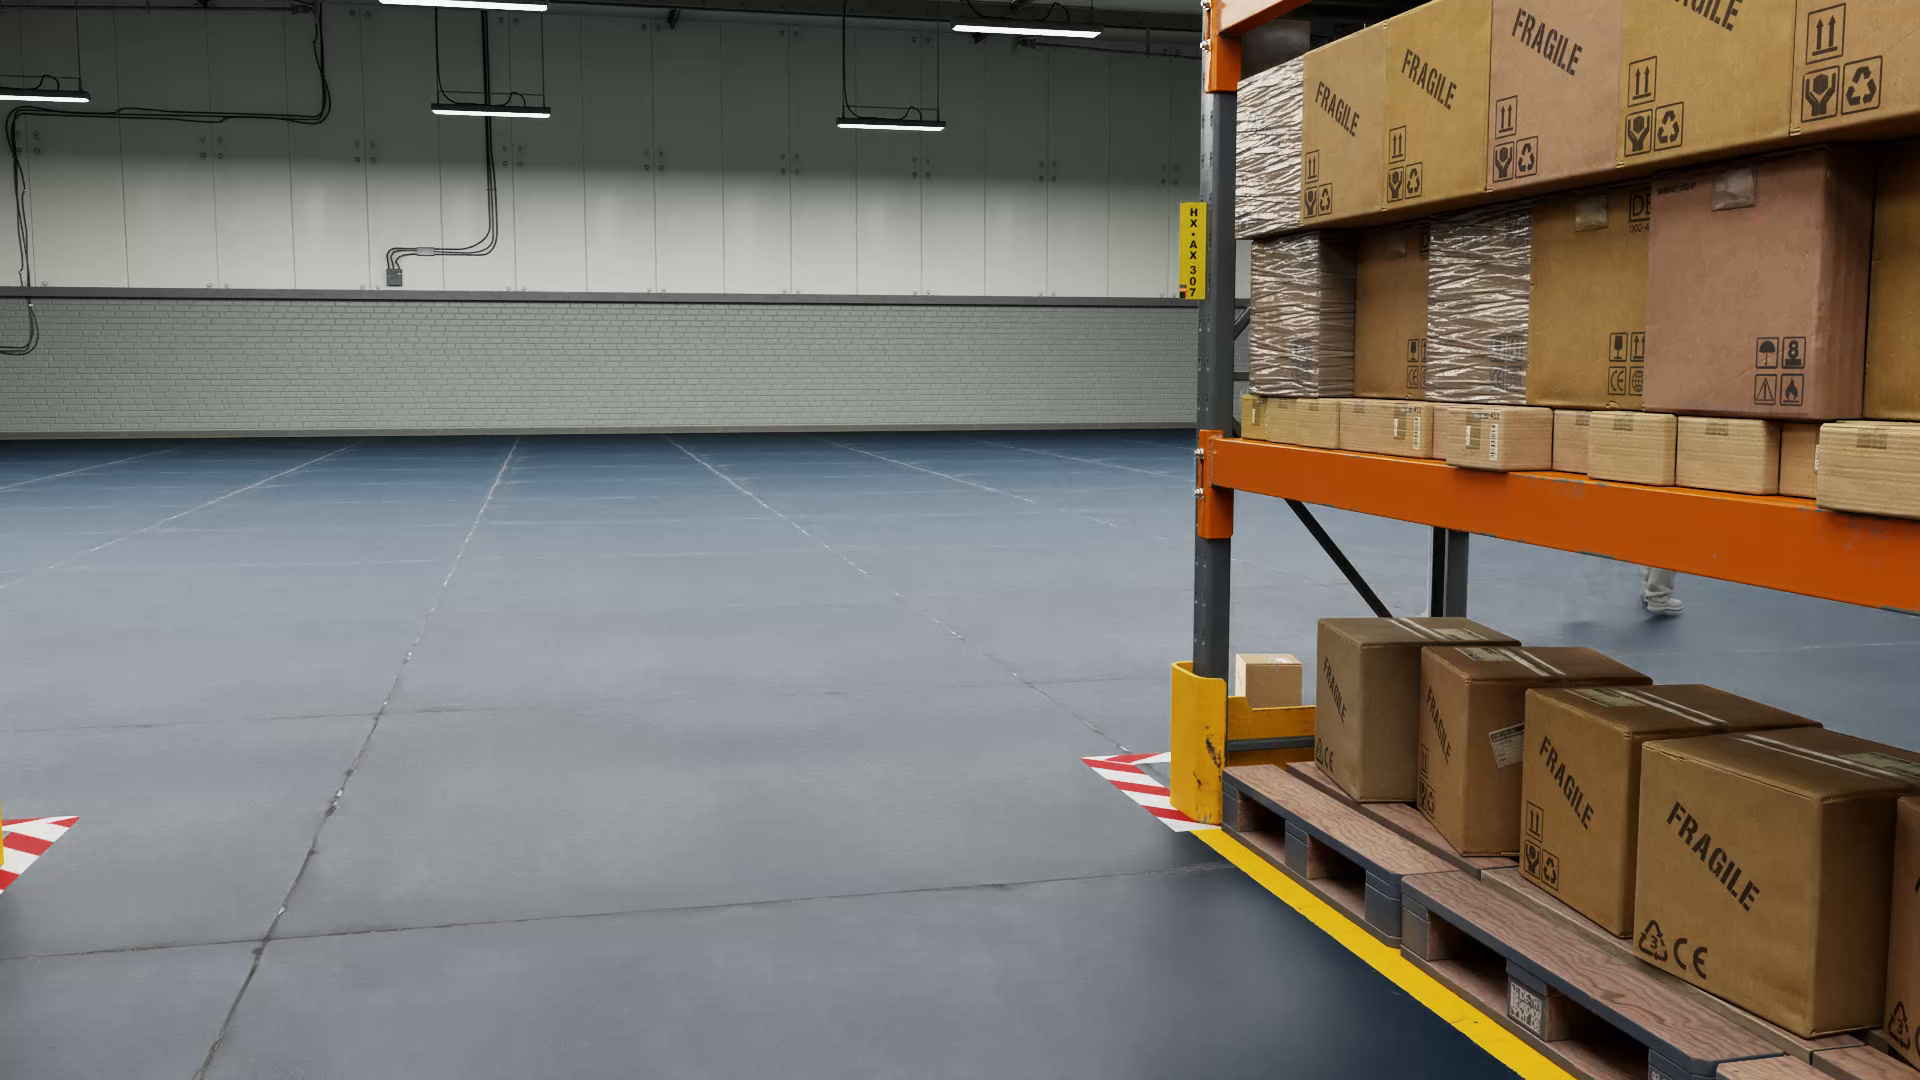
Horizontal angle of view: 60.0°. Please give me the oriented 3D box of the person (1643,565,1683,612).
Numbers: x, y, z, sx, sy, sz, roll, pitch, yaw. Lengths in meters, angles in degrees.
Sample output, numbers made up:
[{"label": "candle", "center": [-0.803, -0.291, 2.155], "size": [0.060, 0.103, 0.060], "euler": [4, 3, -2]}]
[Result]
[{"label": "person", "center": [4.457, -0.413, 10.351], "size": [0.628, 1.827, 0.561], "euler": [-5, 8, -37]}]
